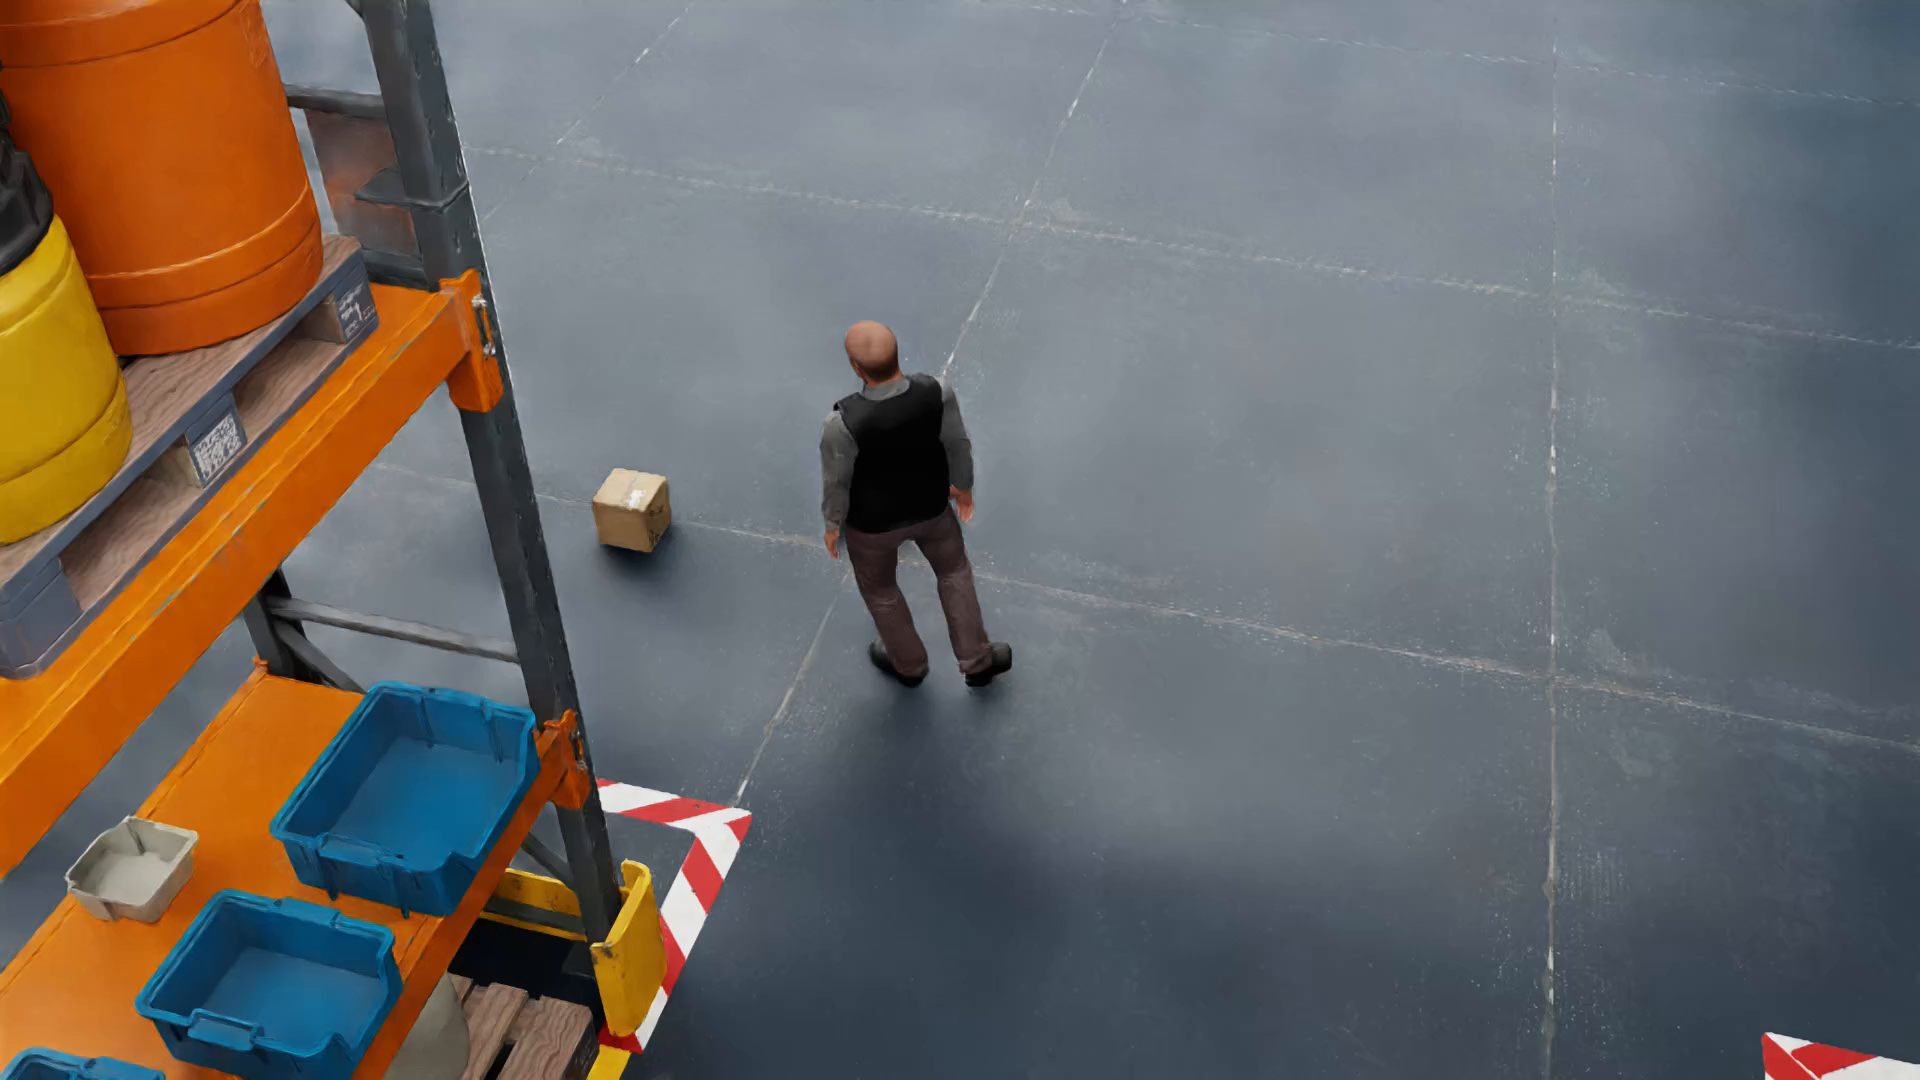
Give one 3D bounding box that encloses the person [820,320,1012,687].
[{"bbox_3d":[-0.152,-0.090,6.295,0.721,1.699,0.517,-15,43,-17],"label":"person"}]
